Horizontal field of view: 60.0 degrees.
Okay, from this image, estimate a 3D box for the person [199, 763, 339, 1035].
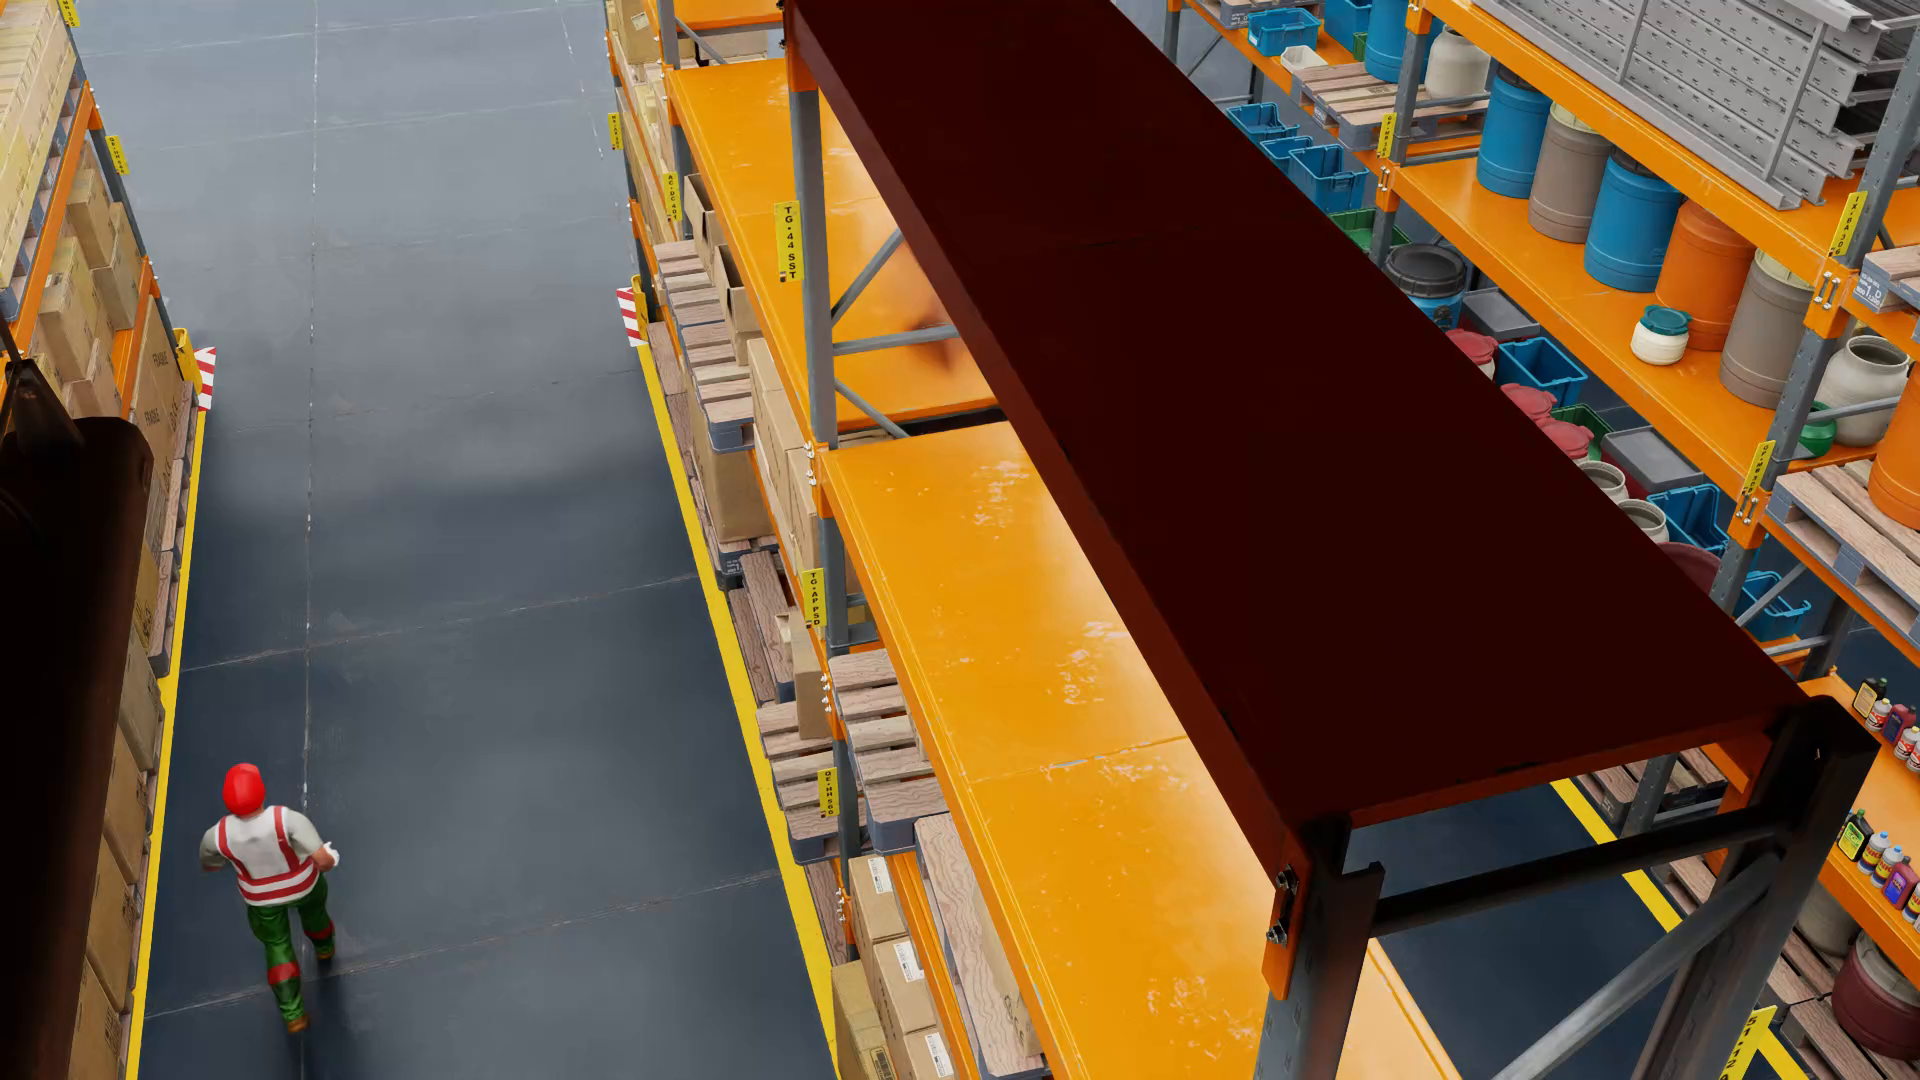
[{"bbox_3d":[-3.674,1.878,9.003,0.665,1.767,0.980,-12,40,-15],"label":"person"}]
